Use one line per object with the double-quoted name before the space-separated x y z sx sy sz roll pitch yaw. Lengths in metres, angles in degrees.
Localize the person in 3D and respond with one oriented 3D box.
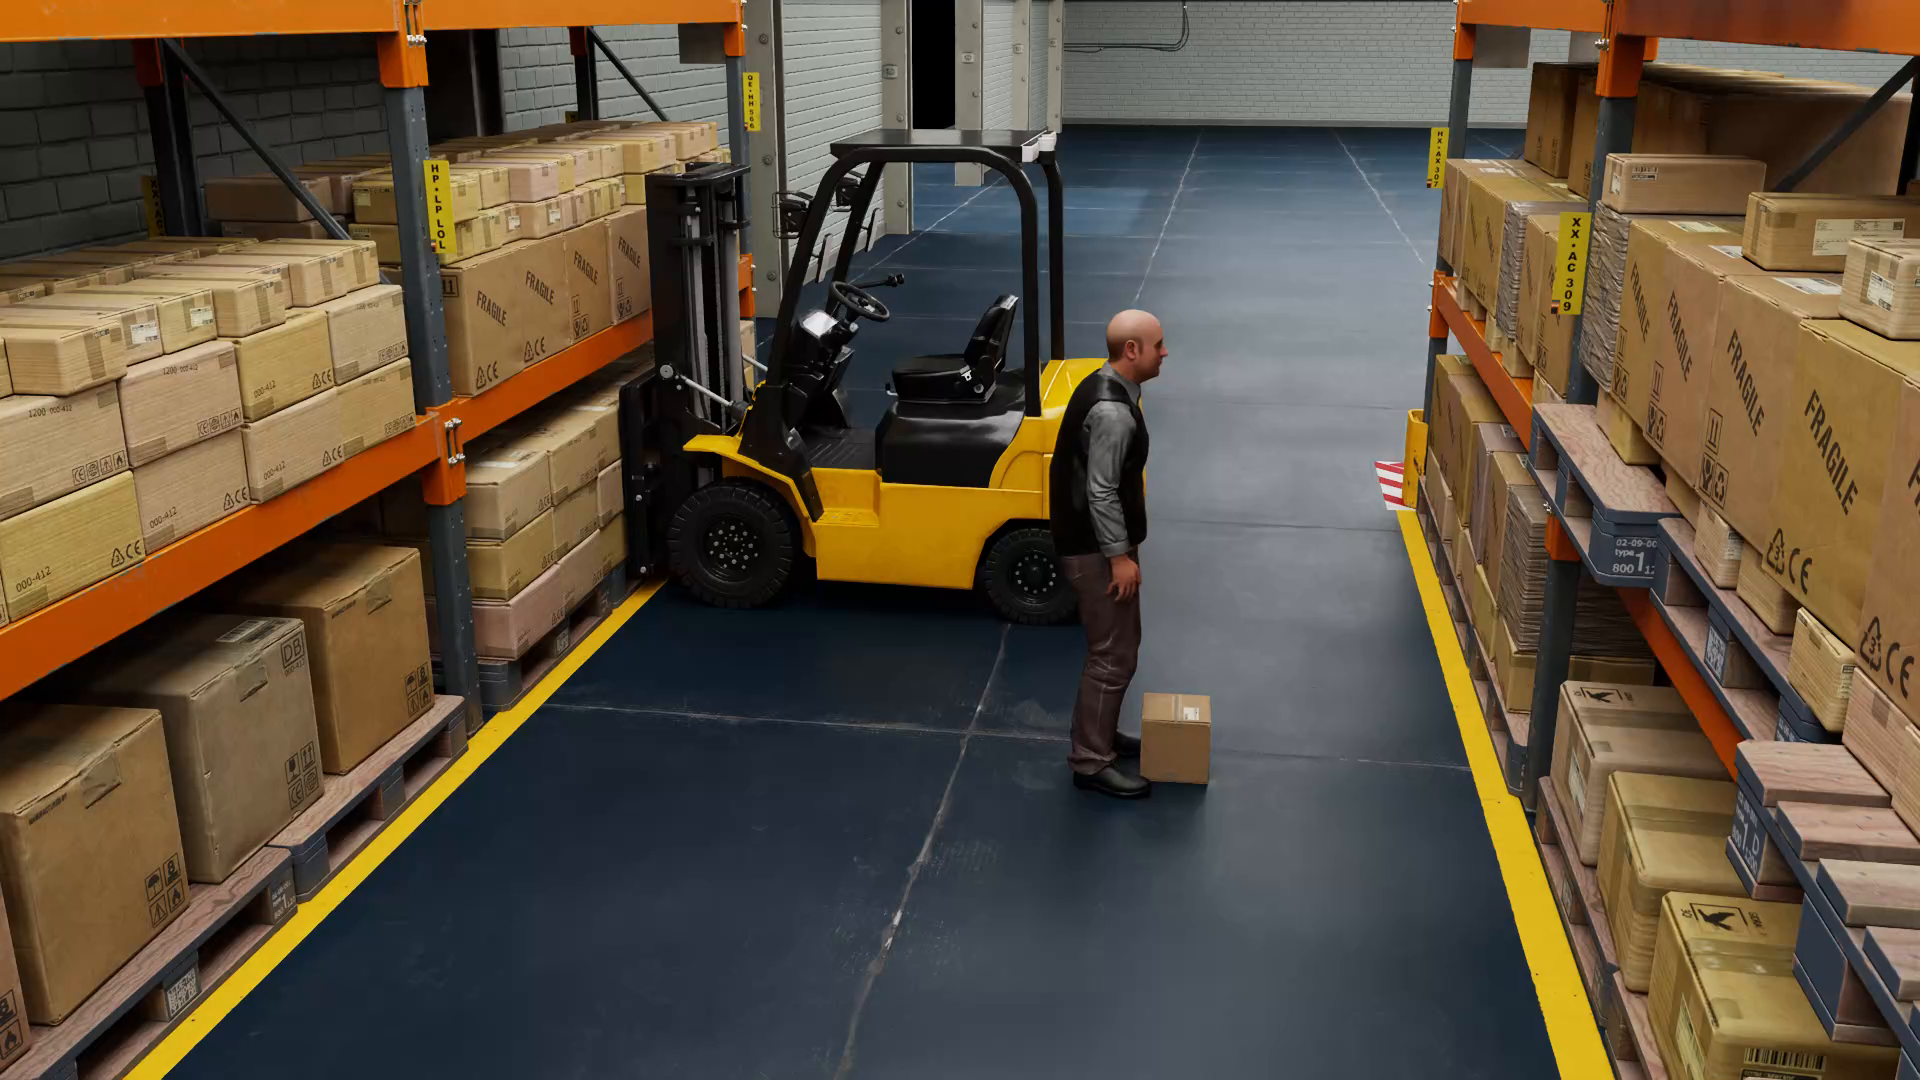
"person" 0.525 0.024 6.016 0.412 1.722 0.591 2 18 6
